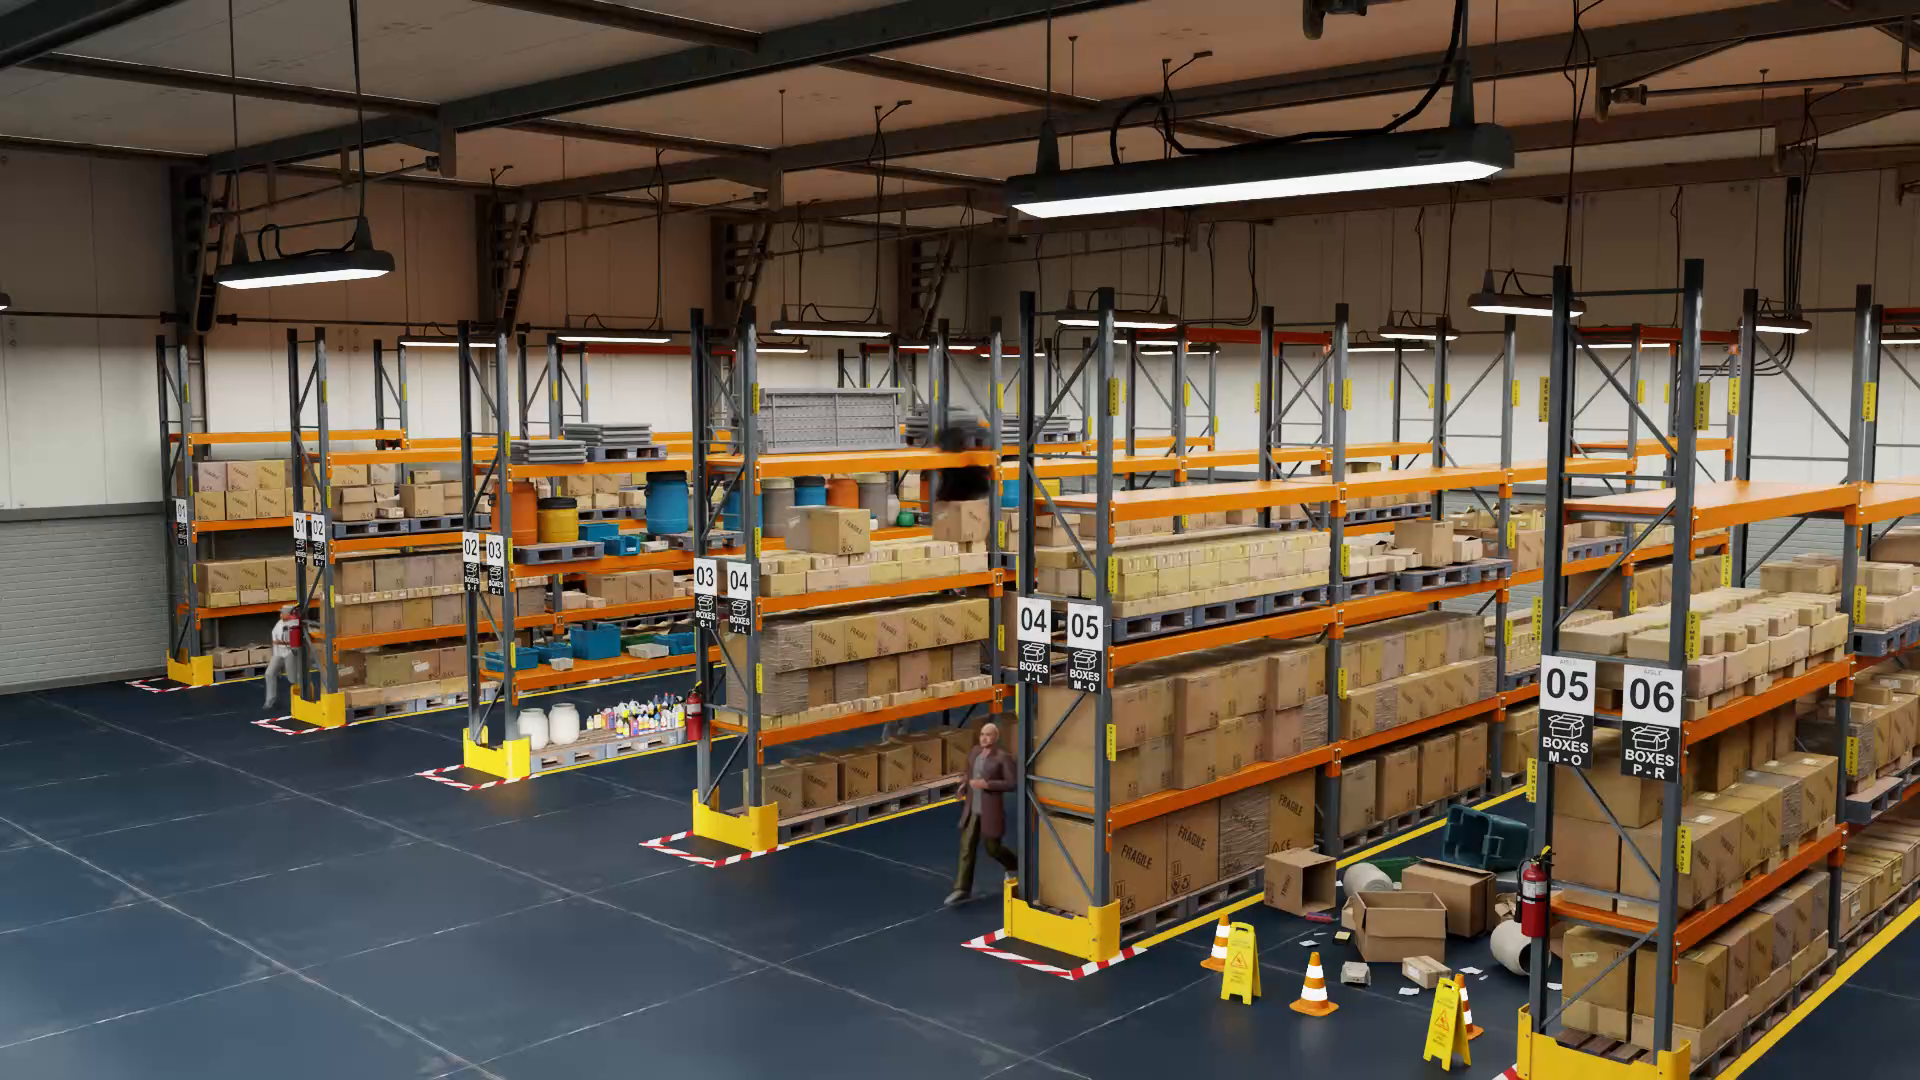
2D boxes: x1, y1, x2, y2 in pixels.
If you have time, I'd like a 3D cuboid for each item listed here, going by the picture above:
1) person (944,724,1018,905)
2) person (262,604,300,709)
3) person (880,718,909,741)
[{"bbox_3d":[0.223,2.708,16.668,0.717,1.725,1.128,3,6,33],"label":"person"},{"bbox_3d":[-10.740,1.867,26.663,0.601,1.707,0.780,2,6,25],"label":"person"},{"bbox_3d":[-0.964,2.065,23.758,0.581,1.699,0.876,4,7,35],"label":"person"}]
